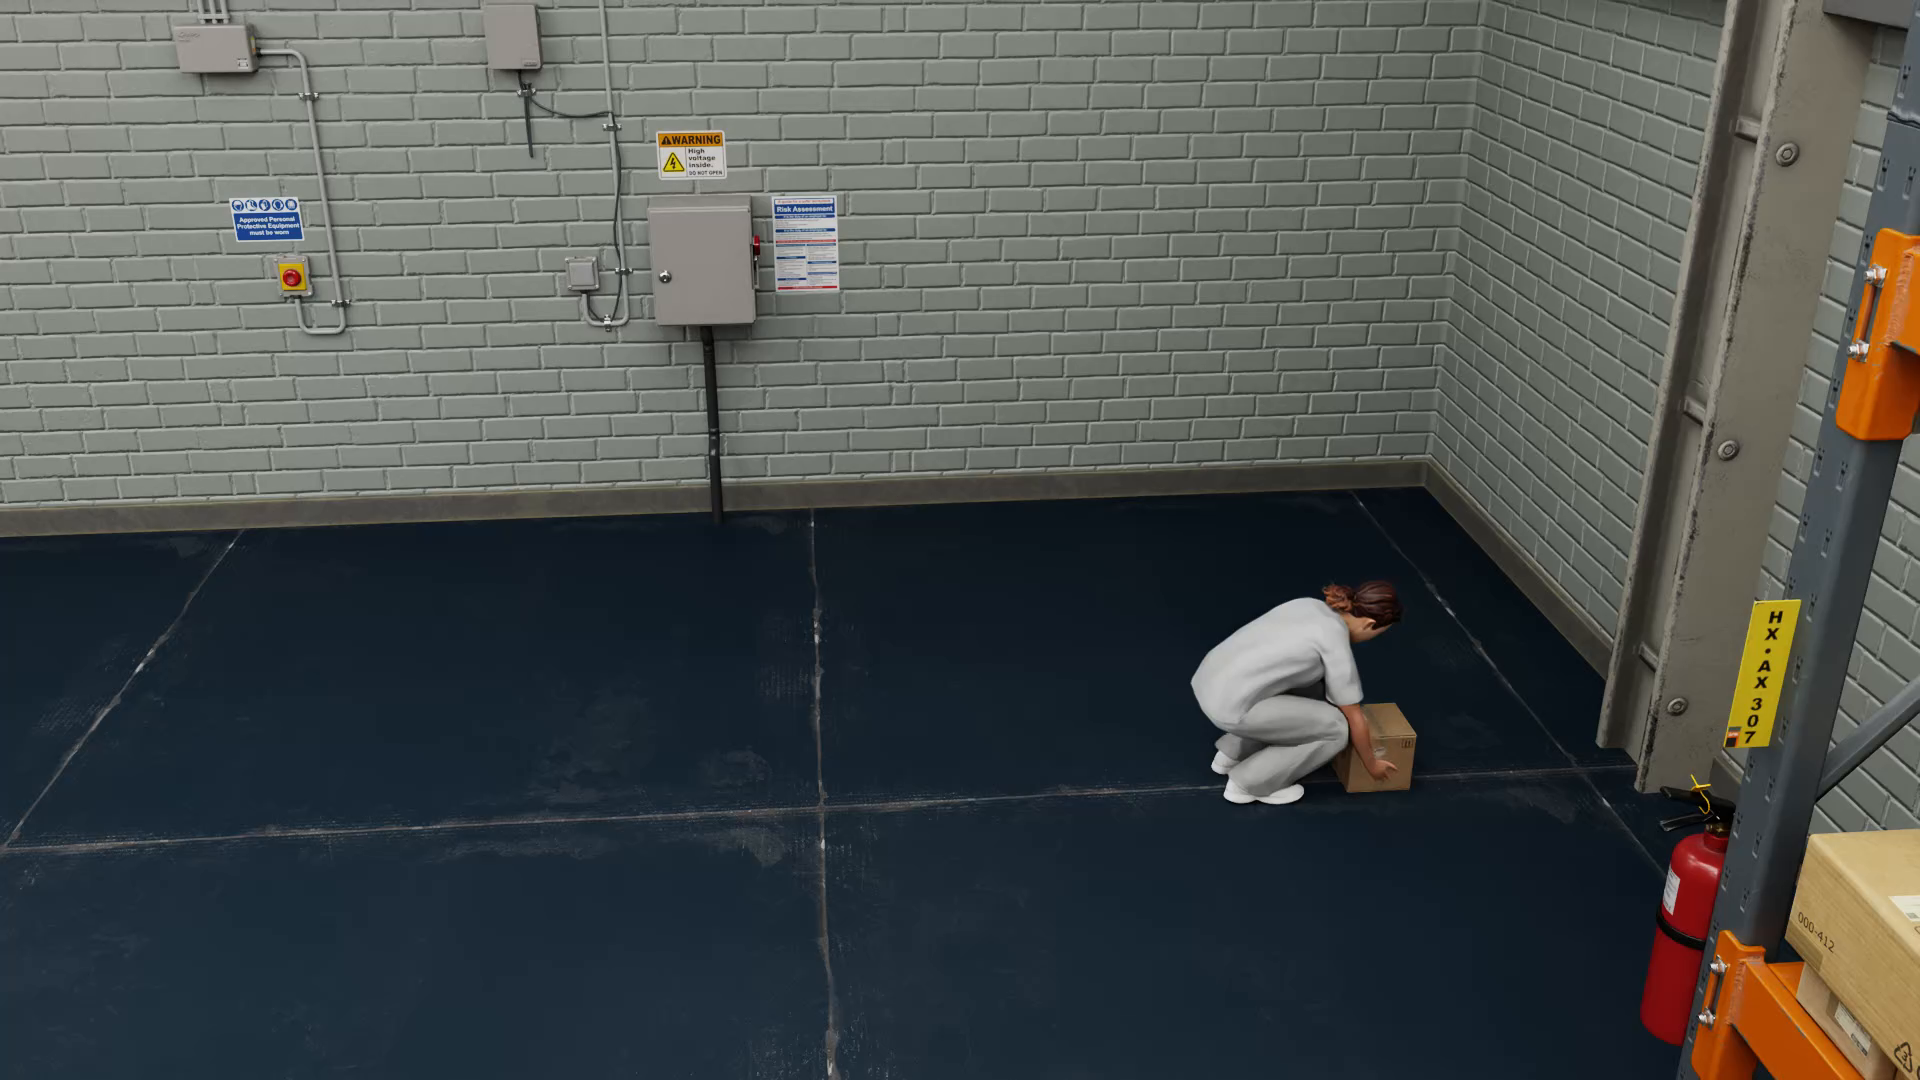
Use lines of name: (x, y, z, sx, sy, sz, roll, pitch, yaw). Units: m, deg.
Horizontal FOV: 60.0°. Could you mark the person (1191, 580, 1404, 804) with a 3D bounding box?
person: (1.288, 0.567, 6.378, 0.801, 0.824, 0.483, -2, 24, -5)
